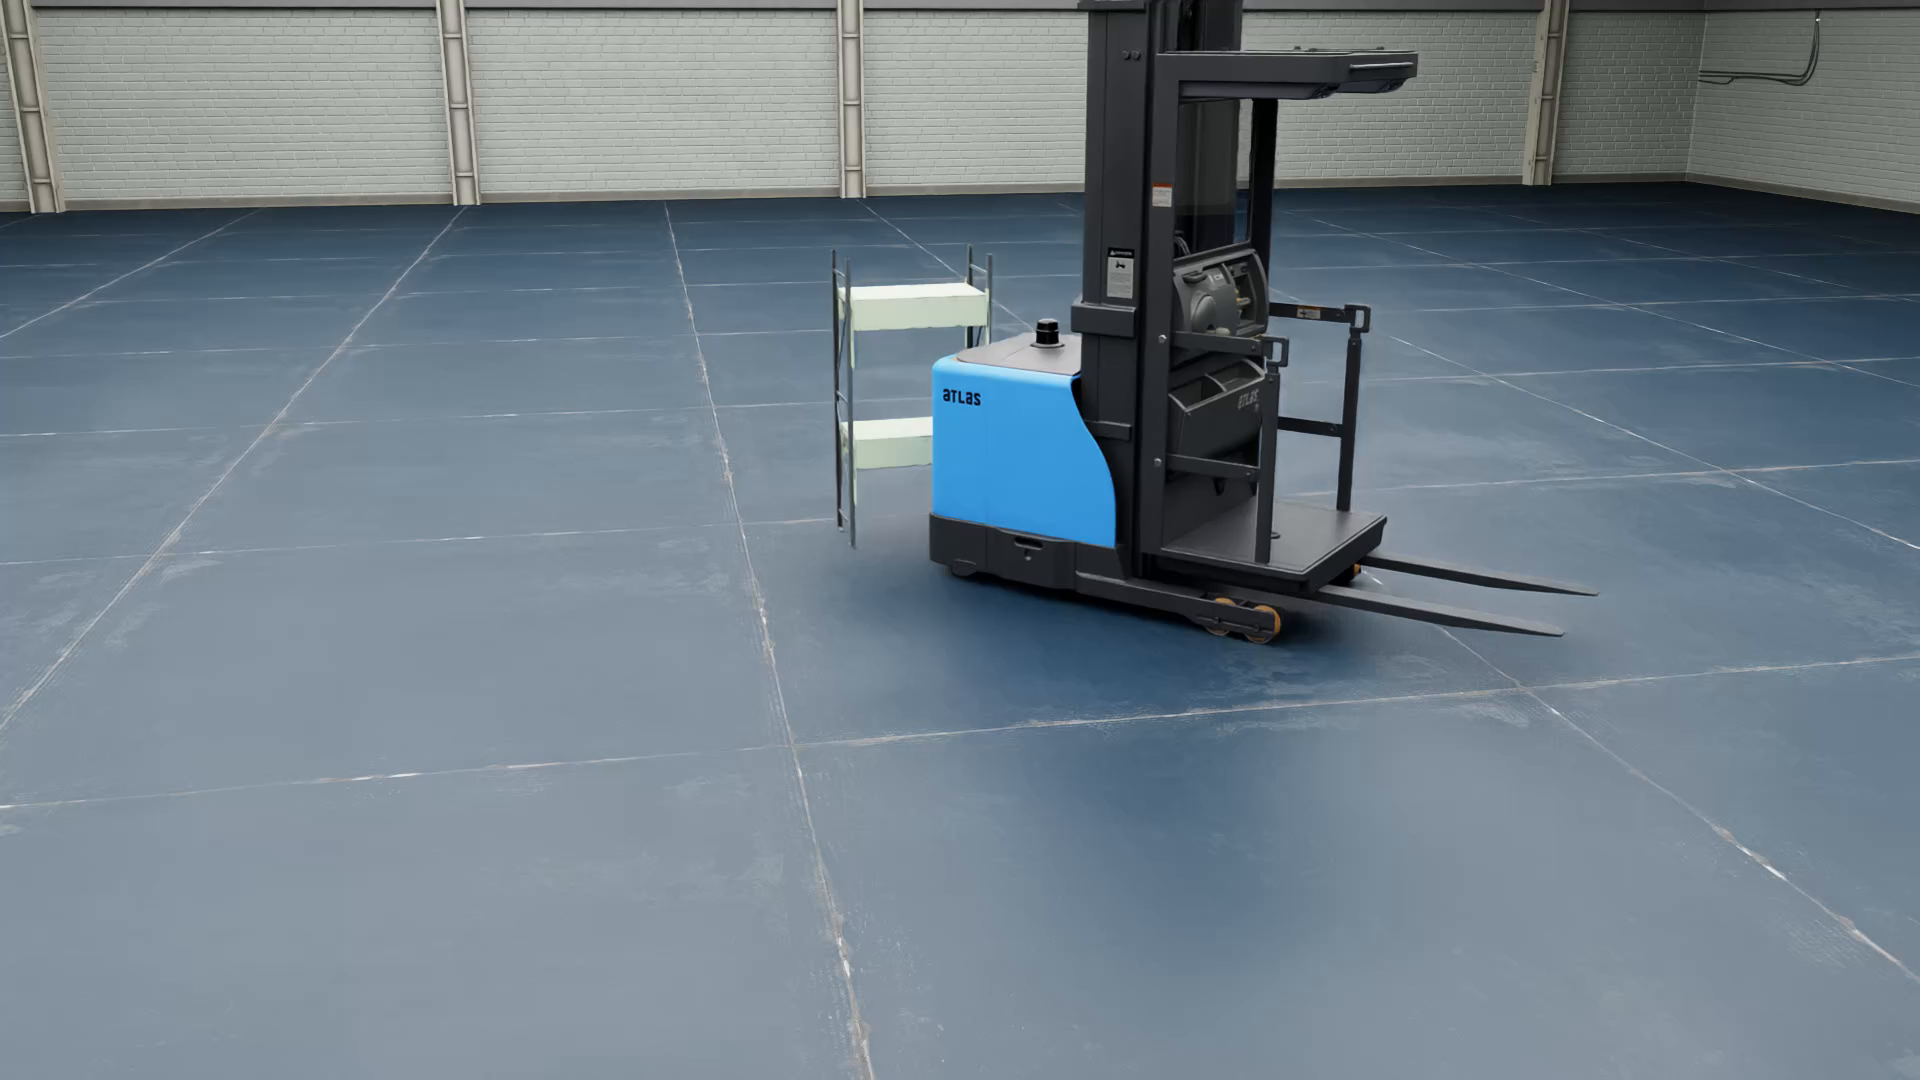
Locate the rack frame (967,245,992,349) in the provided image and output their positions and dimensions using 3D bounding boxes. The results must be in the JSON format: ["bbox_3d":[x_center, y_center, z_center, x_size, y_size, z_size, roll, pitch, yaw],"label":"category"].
[{"bbox_3d":[0.101,-0.784,8.810,0.023,1.500,0.400,-5,18,-14],"label":"rack frame"}]

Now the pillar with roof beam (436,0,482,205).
[{"bbox_3d":[-6.805,-8.263,20.387,0.400,9.000,9.100,-3,17,-10],"label":"pillar with roof beam"}]

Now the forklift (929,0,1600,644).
[{"bbox_3d":[1.365,-1.122,7.472,3.031,2.935,1.130,11,20,31],"label":"forklift"}]

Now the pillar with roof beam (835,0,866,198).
[{"bbox_3d":[-0.914,-8.597,21.475,0.400,9.000,9.100,-3,17,-10],"label":"pillar with roof beam"}]

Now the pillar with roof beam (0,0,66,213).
[{"bbox_3d":[-12.696,-7.929,19.299,0.400,9.000,9.100,-3,17,-10],"label":"pillar with roof beam"}]

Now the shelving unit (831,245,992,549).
[{"bbox_3d":[-0.253,-0.756,8.719,0.755,1.500,0.431,-5,18,-14],"label":"shelving unit"}]

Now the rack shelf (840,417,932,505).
[{"bbox_3d":[-0.253,-0.445,8.815,0.720,0.370,0.431,-5,18,-14],"label":"rack shelf"}]

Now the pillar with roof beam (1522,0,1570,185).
[{"bbox_3d":[10.868,-9.265,23.651,0.400,9.000,9.100,-3,17,-10],"label":"pillar with roof beam"}]

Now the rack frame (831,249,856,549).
[{"bbox_3d":[-0.606,-0.728,8.629,0.023,1.500,0.400,-5,18,-14],"label":"rack frame"}]

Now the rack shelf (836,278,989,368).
[{"bbox_3d":[-0.253,-1.129,8.605,0.720,0.370,0.431,-5,18,-14],"label":"rack shelf"}]

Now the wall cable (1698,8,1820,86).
[{"bbox_3d":[13.195,-8.805,27.441,0.112,2.526,3.097,-3,17,-10],"label":"wall cable"}]
